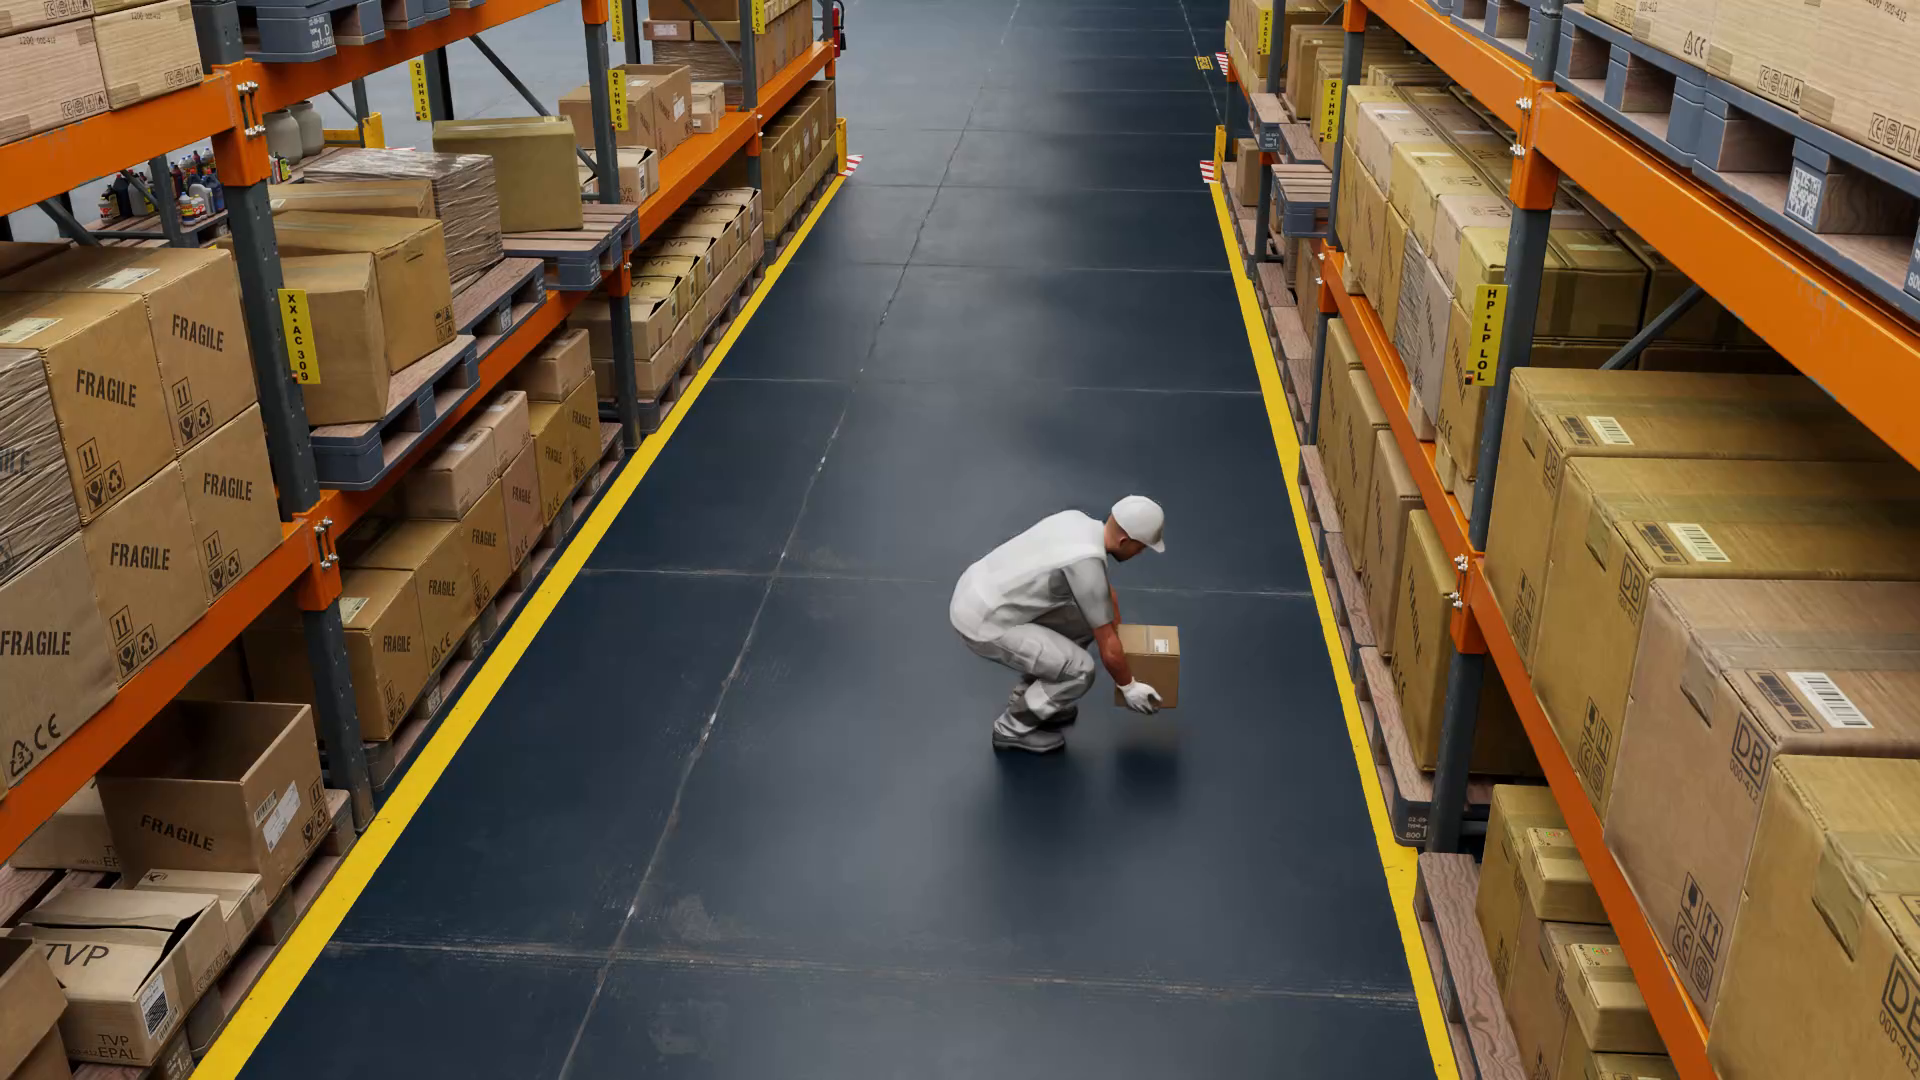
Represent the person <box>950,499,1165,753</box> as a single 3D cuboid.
[{"bbox_3d":[0.401,0.319,6.785,0.877,1.039,0.574,2,24,4],"label":"person"}]
